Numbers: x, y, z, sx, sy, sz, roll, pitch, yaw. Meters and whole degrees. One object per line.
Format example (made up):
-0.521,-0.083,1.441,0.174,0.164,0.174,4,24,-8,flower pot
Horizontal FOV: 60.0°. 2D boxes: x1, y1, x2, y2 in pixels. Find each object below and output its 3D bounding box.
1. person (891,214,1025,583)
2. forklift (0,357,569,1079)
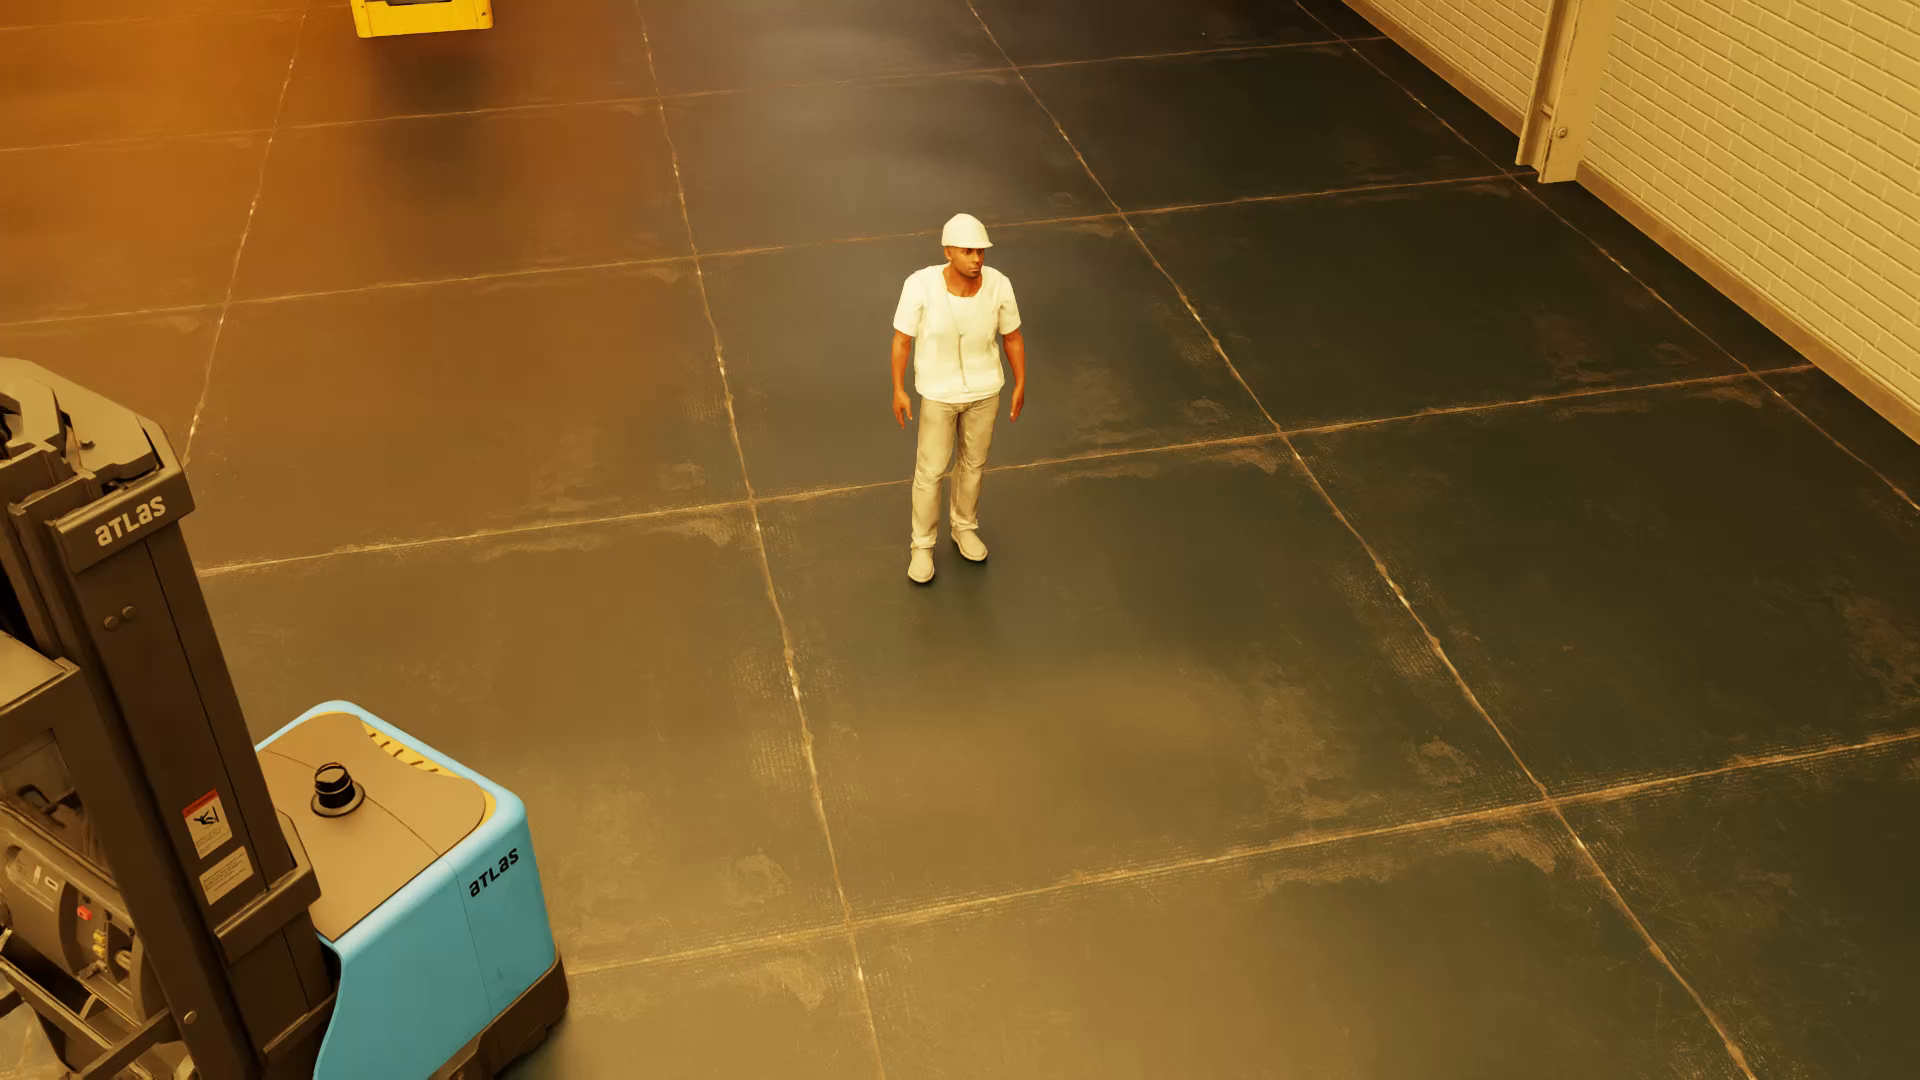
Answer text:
0.011,-0.682,7.983,0.666,1.768,0.575,-8,36,-11,person
-2.673,1.103,4.518,1.130,2.935,3.031,22,41,27,forklift
